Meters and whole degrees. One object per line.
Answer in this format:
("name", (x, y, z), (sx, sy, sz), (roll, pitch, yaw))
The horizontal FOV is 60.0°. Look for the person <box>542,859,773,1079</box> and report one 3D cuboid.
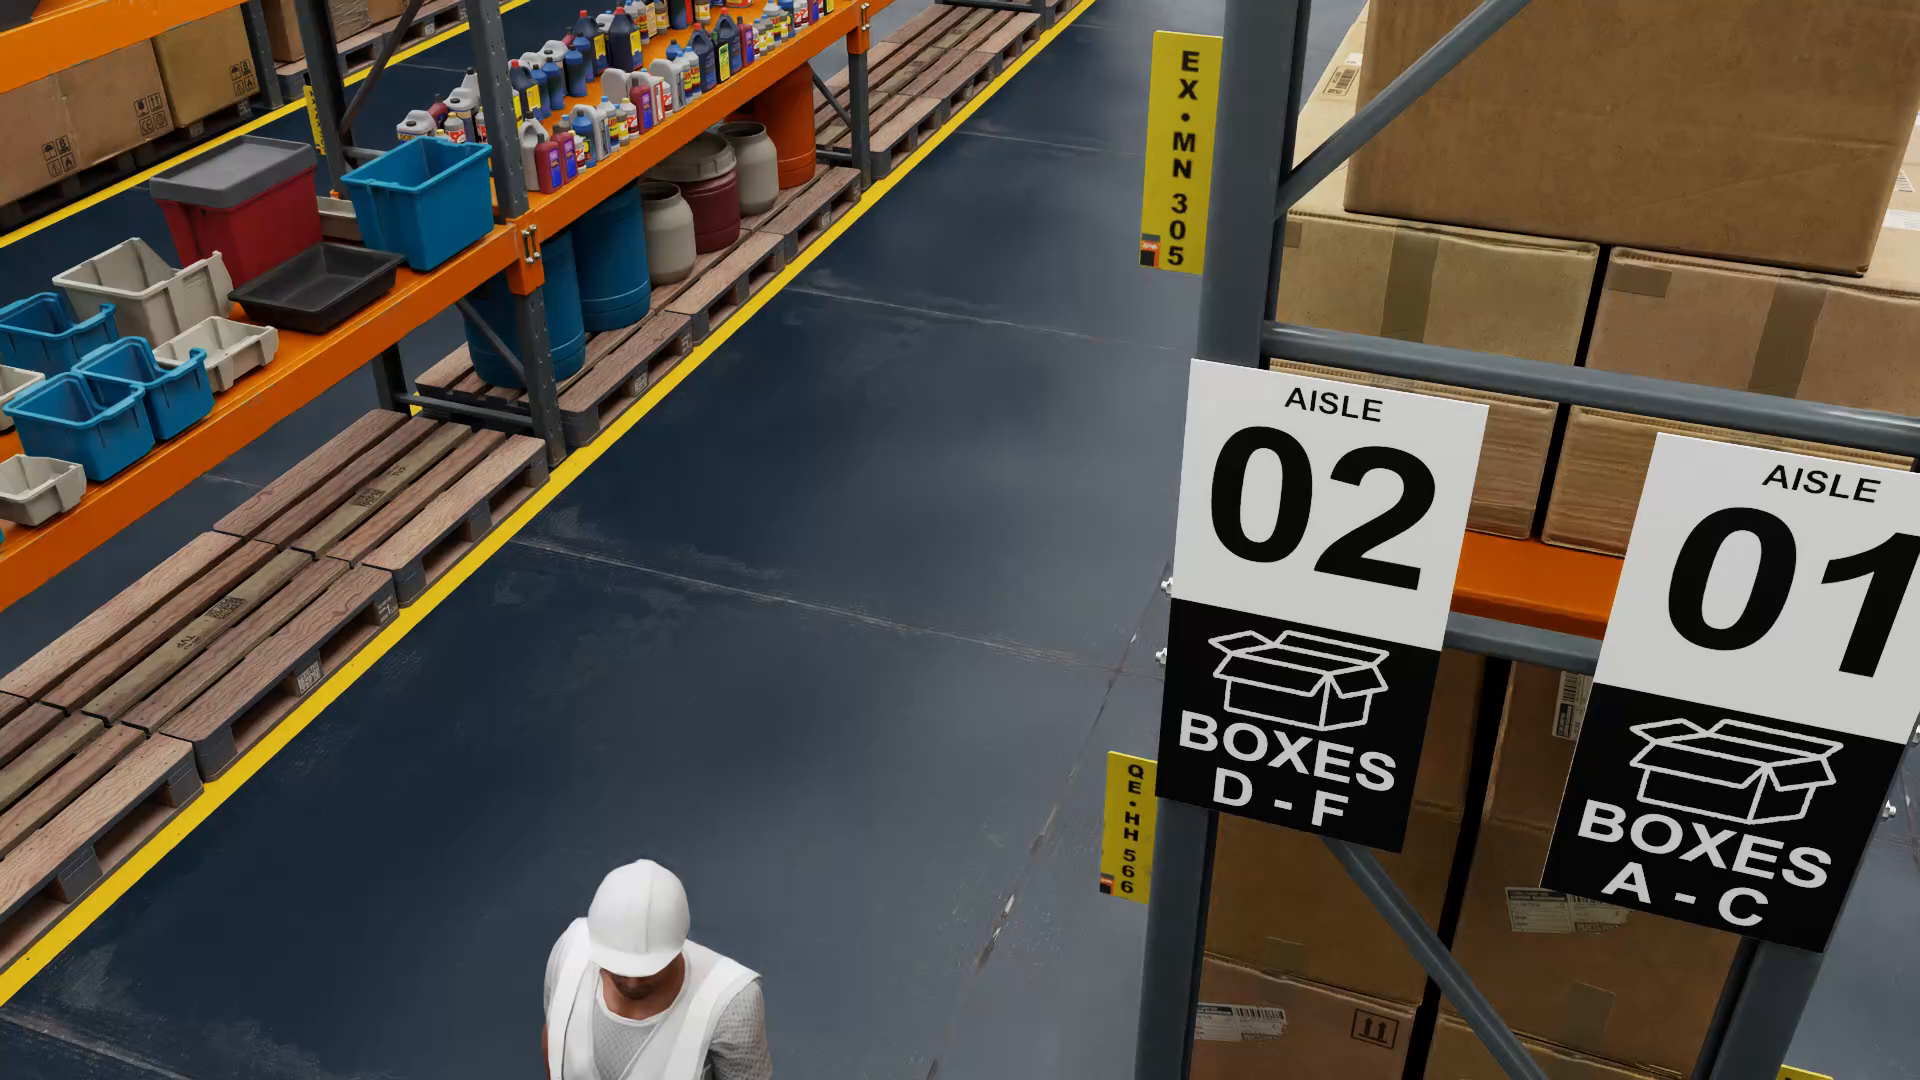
("person", (-0.751, 1.447, 3.850), (0.623, 1.773, 0.460), (11, 35, 16))
